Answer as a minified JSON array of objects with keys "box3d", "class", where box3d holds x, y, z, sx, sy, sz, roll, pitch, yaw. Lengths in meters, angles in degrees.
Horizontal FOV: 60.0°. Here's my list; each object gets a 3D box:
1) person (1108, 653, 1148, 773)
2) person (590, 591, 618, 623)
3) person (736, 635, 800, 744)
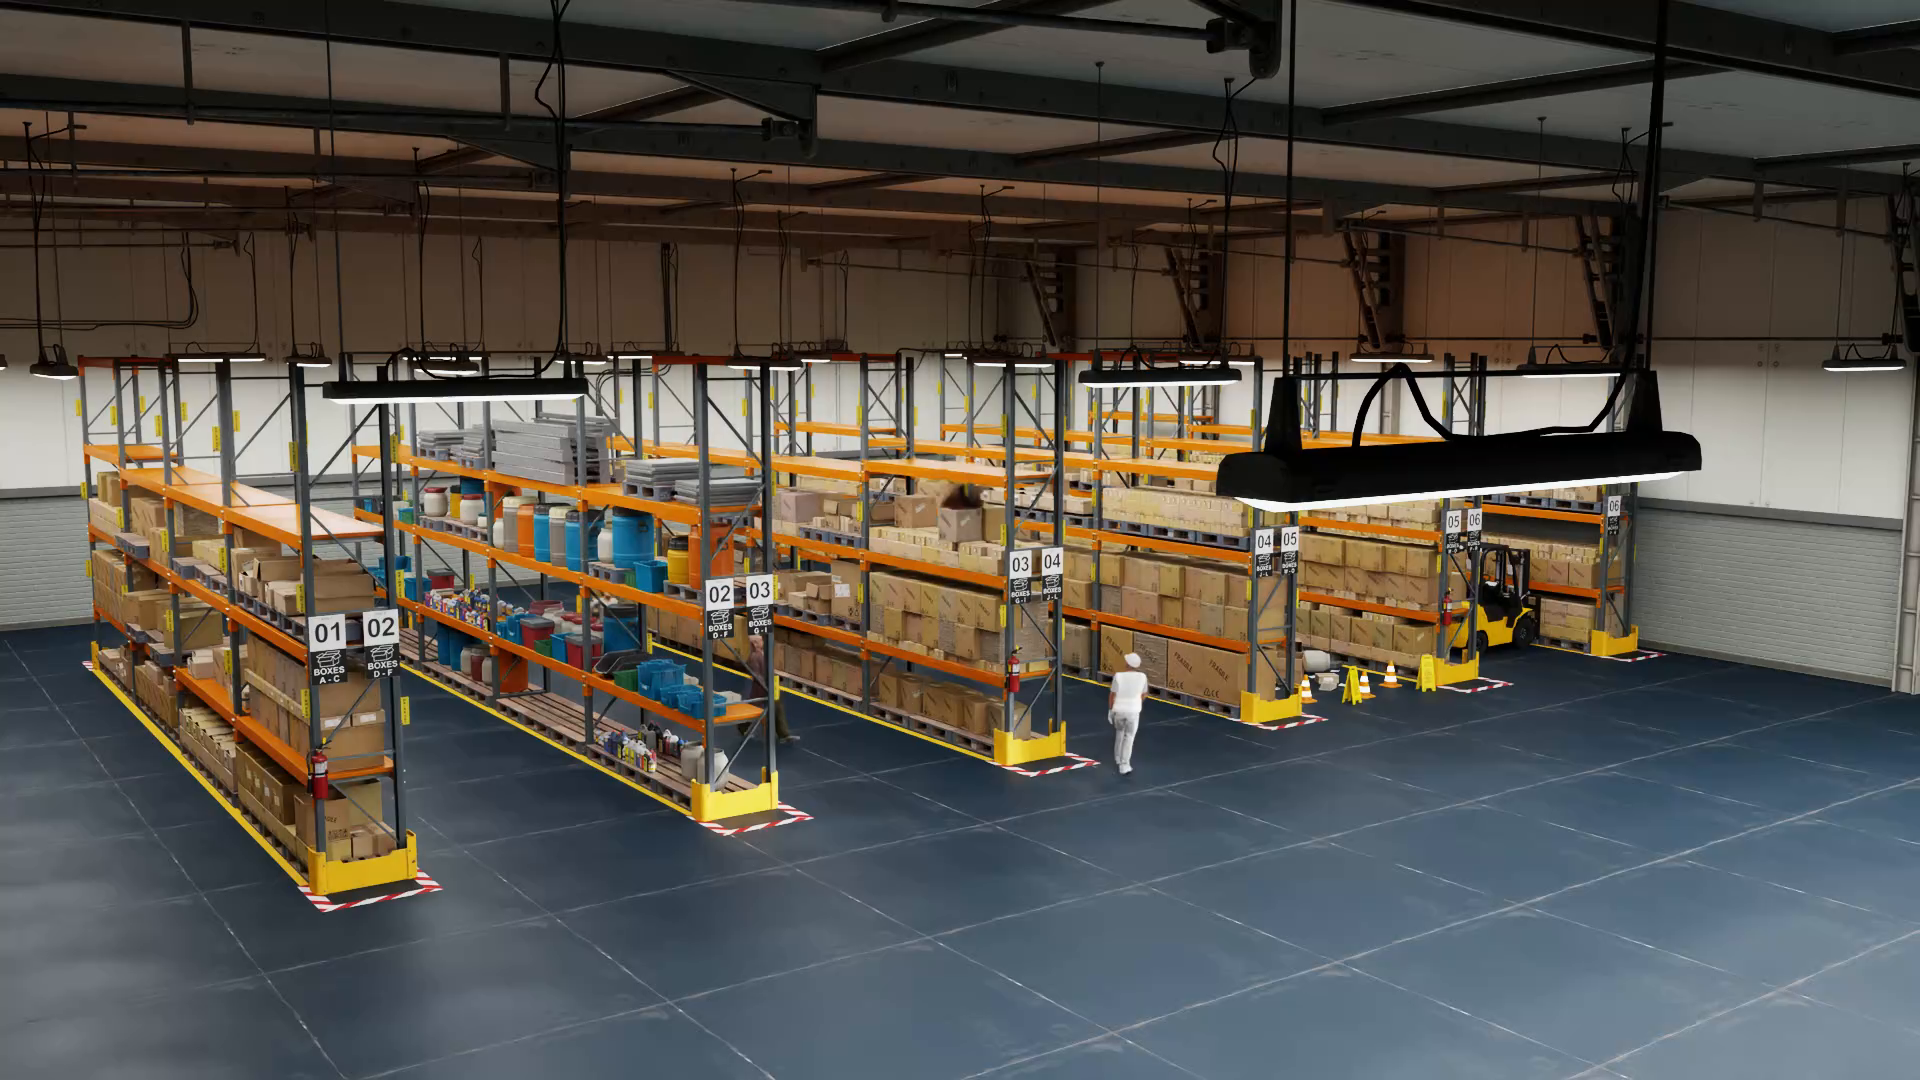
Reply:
[{"box3d":[2.490,2.517,24.367,0.539,1.794,0.699,3,8,24],"class":"person"},{"box3d":[-6.676,1.663,31.498,0.616,1.644,0.997,-5,9,-37],"class":"person"},{"box3d":[-3.041,2.325,25.990,1.135,1.716,0.599,4,8,33],"class":"person"}]
